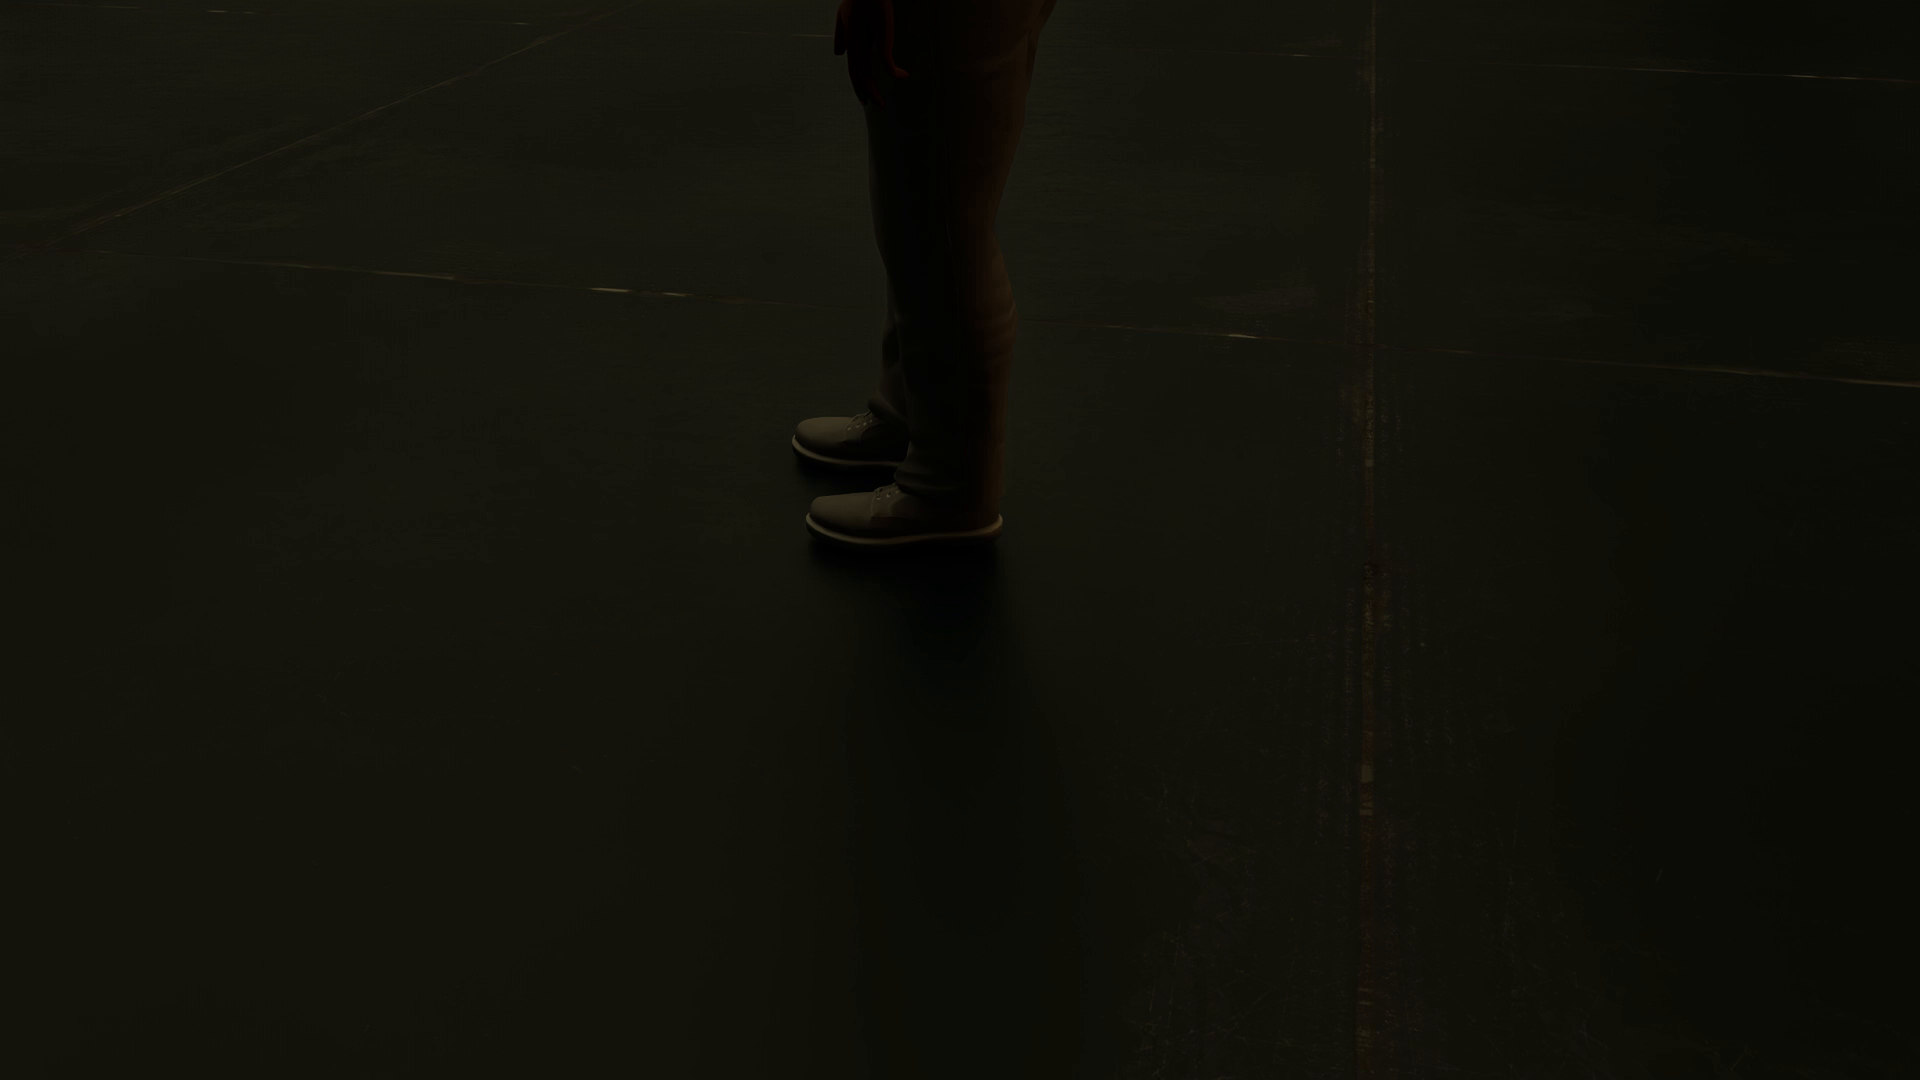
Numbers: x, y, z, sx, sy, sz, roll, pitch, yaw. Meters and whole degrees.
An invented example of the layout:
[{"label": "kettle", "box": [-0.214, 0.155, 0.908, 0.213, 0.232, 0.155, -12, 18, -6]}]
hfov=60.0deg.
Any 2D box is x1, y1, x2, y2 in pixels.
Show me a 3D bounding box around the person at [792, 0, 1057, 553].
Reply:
[{"label": "person", "box": [-0.068, -0.779, 2.147, 0.530, 1.695, 0.569, 6, 27, 11]}]
